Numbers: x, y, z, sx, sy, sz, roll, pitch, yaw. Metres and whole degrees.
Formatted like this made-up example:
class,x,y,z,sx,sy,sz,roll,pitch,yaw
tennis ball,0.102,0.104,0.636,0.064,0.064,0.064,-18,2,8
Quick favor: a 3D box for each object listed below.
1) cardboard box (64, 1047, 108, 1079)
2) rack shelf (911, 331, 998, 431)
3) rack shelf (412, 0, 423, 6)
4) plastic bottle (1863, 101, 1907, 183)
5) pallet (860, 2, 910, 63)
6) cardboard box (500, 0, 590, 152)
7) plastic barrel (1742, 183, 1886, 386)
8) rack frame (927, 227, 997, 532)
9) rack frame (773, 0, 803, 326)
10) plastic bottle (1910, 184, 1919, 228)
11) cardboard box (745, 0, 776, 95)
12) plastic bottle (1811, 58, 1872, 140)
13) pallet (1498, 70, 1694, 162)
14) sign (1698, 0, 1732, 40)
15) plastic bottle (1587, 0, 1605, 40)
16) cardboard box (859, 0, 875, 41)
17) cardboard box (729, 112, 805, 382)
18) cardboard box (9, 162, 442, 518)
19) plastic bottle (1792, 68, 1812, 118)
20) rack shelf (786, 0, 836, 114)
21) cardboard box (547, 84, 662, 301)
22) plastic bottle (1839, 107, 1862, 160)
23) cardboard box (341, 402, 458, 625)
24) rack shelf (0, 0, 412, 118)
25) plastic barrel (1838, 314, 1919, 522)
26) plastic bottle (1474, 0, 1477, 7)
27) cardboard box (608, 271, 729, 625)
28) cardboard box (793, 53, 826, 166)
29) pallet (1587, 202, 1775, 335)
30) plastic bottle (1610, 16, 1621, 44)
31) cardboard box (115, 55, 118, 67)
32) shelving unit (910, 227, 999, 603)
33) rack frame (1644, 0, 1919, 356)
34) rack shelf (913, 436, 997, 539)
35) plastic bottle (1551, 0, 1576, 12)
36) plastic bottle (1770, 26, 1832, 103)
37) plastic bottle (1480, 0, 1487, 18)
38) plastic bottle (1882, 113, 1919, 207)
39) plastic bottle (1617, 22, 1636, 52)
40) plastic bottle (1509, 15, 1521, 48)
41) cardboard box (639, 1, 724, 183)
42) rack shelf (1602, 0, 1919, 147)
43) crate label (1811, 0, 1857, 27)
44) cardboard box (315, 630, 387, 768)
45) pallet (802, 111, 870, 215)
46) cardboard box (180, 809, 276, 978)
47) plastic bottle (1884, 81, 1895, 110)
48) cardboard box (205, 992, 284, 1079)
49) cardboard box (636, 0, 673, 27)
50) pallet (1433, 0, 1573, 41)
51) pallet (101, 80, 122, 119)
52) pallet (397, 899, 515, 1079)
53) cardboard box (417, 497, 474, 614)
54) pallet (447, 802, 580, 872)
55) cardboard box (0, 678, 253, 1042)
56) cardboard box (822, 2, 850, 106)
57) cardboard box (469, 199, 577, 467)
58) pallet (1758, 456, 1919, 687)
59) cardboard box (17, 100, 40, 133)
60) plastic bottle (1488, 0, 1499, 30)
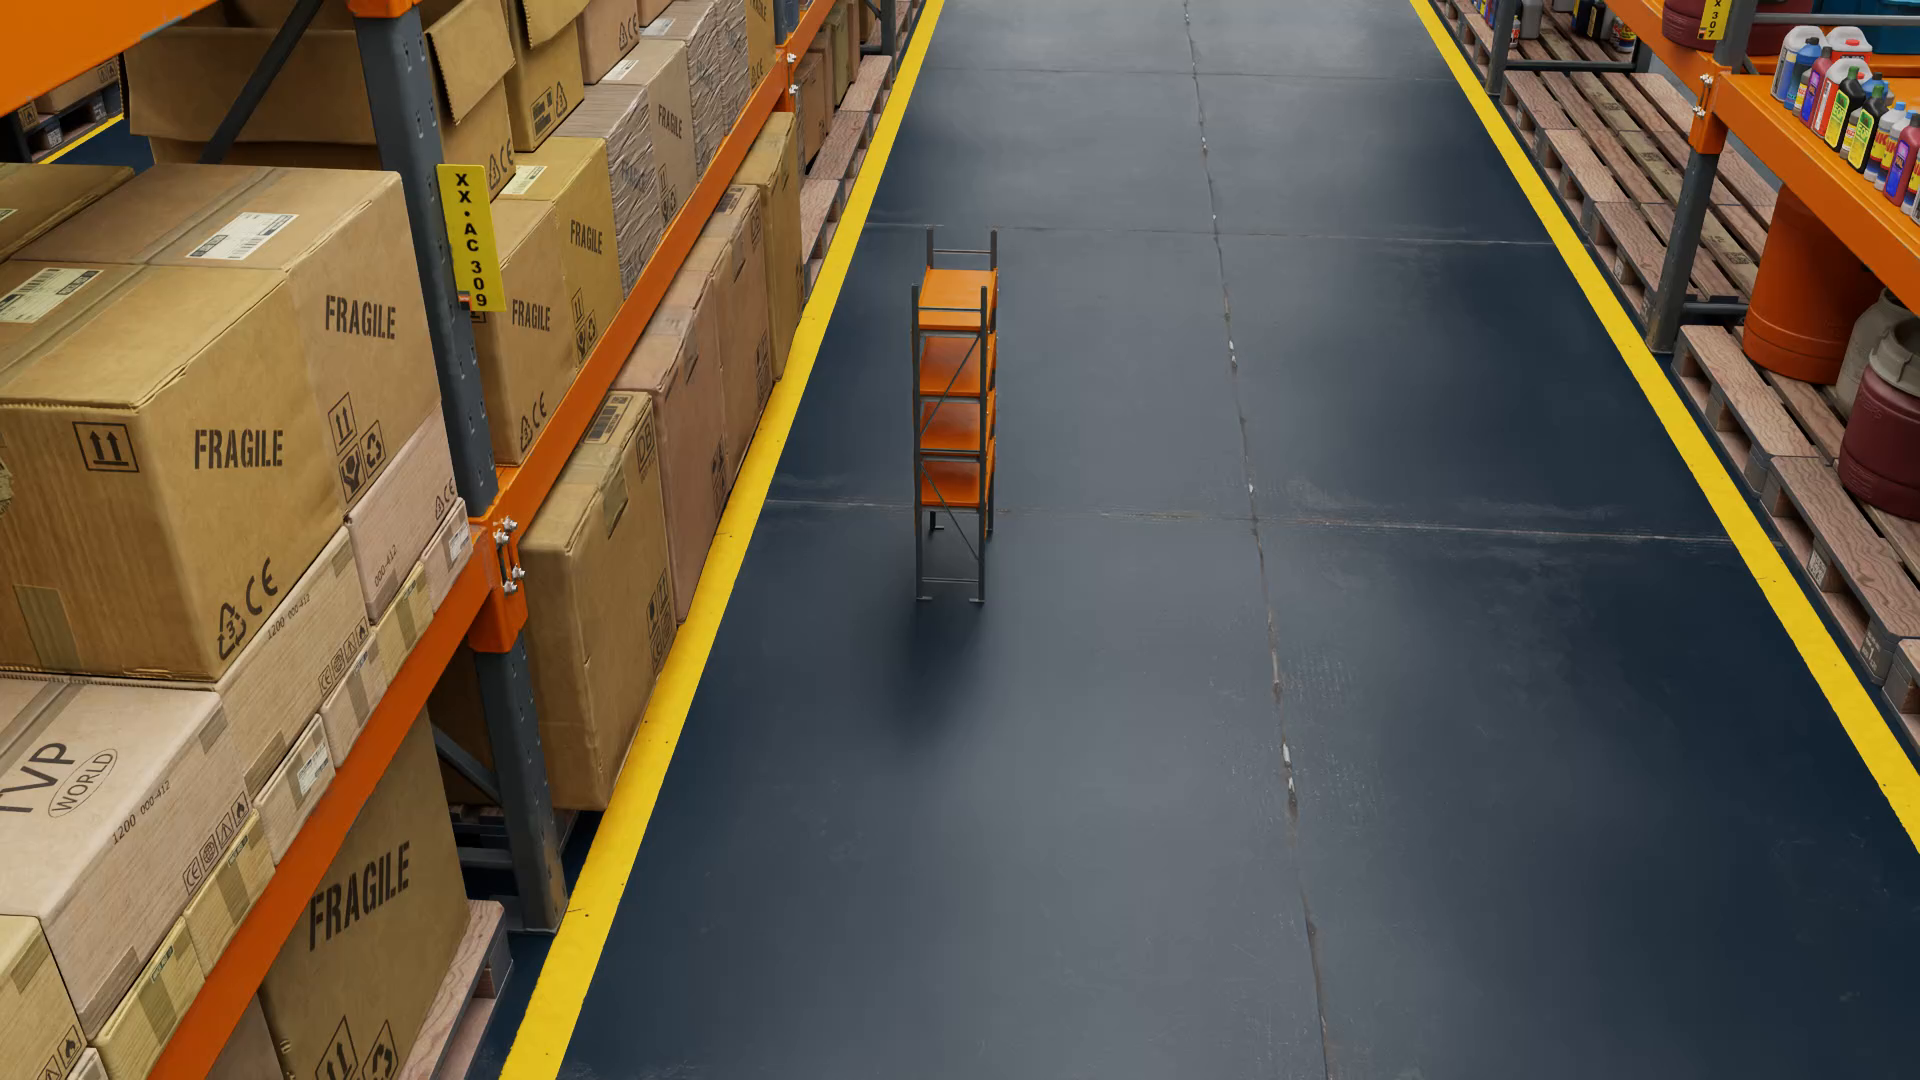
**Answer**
class,x,y,z,sx,sy,sz,roll,pitch,yaw
cardboard box,-1.411,0.829,2.286,0.380,0.149,0.250,3,32,5
rack shelf,-0.013,-0.557,5.713,0.258,0.148,0.480,2,32,4
rack shelf,-1.424,-2.273,4.906,1.077,0.370,4.000,2,32,4
plastic bottle,3.214,-1.378,5.749,0.097,0.271,0.097,0,32,0
pallet,-0.916,-3.606,11.899,1.003,0.211,1.213,2,32,4
cardboard box,-1.476,-1.419,4.642,0.797,0.503,0.637,3,32,5
plastic barrel,3.653,-1.135,6.901,0.600,0.830,0.708,2,32,4
rack frame,0.006,-0.552,6.002,0.240,1.200,0.015,2,32,4
rack frame,-1.261,-2.348,7.202,1.000,3.000,0.127,2,32,4
plastic bottle,3.205,-1.146,5.369,0.152,0.276,0.135,2,32,4
cardboard box,-1.054,-2.122,6.739,0.500,0.500,0.500,3,32,5
plastic bottle,3.280,-1.630,6.153,0.152,0.276,0.135,2,32,4
pallet,3.976,-2.629,10.315,1.003,0.211,1.213,2,32,4
sign,3.127,-2.226,6.848,0.100,0.325,0.005,2,32,4
plastic bottle,4.357,-3.582,11.373,0.061,0.283,0.133,2,32,4
cardboard box,-0.863,-3.762,11.478,0.500,0.500,0.500,2,32,2
cardboard box,-1.338,-1.263,7.065,1.225,0.875,0.875,1,32,2
cardboard box,-1.358,-0.387,3.164,0.500,0.500,0.500,3,32,5
plastic bottle,3.273,-1.729,6.387,0.097,0.201,0.097,0,32,0
rack shelf,-1.098,-3.088,9.087,1.077,0.370,4.000,2,32,4
cardboard box,-1.219,-1.054,5.006,0.500,0.500,0.500,2,32,3
plastic bottle,3.233,-1.469,5.963,0.097,0.201,0.097,0,32,0
cardboard box,-1.361,-0.077,3.376,0.500,0.250,0.500,2,32,3
rack shelf,-1.750,-0.182,1.512,1.077,0.370,4.000,2,32,4
plastic barrel,3.561,-0.442,6.006,0.600,0.588,0.708,2,32,4
plastic bottle,3.808,-3.990,12.114,0.097,0.201,0.097,0,32,0
cardboard box,-1.483,-0.334,5.558,1.225,0.875,0.875,1,32,2
cardboard box,-1.155,-2.410,9.265,0.700,0.500,0.500,5,32,8
pallet,3.777,-1.353,8.244,1.003,0.211,1.213,2,32,4
plastic bottle,4.480,-3.479,11.284,0.097,0.201,0.097,0,32,0
cardboard box,-5.832,-3.597,10.972,1.050,0.750,0.750,2,32,4
shelving unit,-0.013,-0.424,5.795,0.258,1.200,0.503,2,32,4
rack frame,3.675,-2.137,6.858,1.000,3.000,0.127,2,32,4
rack shelf,-0.013,-0.198,5.934,0.258,0.148,0.480,2,32,4
plastic bottle,4.381,-3.975,12.017,0.152,0.276,0.135,2,32,4
plastic bottle,3.318,-1.872,6.546,0.152,0.276,0.135,2,32,4
plastic bottle,3.808,-3.906,11.835,0.144,0.351,0.185,2,32,4
plastic bottle,3.178,-1.272,5.567,0.061,0.283,0.133,2,32,4
plastic bottle,4.464,-3.402,11.093,0.097,0.271,0.097,0,32,0
plastic bottle,3.720,-3.427,11.200,0.097,0.201,0.097,0,32,0
cardboard box,-1.140,-1.590,5.876,0.500,0.500,0.500,1,32,2
rack shelf,3.838,-2.876,8.744,1.077,0.370,4.000,2,32,4
crate label,4.026,-2.660,7.673,0.502,0.435,0.616,2,32,4
cardboard box,-1.327,0.292,3.156,0.380,0.149,0.250,2,32,3
pallet,-1.094,-2.206,9.628,1.003,0.211,1.213,2,32,4
cardboard box,-1.368,0.562,2.719,0.380,0.149,0.250,3,32,5
plastic bottle,3.406,-1.602,6.180,0.097,0.201,0.097,0,32,0
cardboard box,-1.794,1.281,2.937,0.875,0.875,0.875,2,32,4
cardboard box,-1.393,-2.096,5.740,0.797,0.503,0.637,3,32,5
pallet,4.194,-4.030,12.589,1.003,0.211,1.213,2,32,4
pallet,-5.858,-3.111,11.097,1.003,0.211,1.213,2,32,4
pallet,-1.727,1.325,3.899,1.003,0.211,1.213,2,32,4
cardboard box,-1.285,0.024,3.592,0.380,0.149,0.250,3,32,4
pallet,-1.599,0.524,5.199,1.003,0.211,1.213,2,32,4
cardboard box,-1.442,0.460,2.504,0.500,0.250,0.500,3,32,5
cardboard box,-1.065,-2.994,10.213,0.700,0.500,0.500,2,32,4
cardboard box,-1.300,-0.529,4.154,0.500,0.500,0.500,3,32,4
pallet,3.551,0.101,5.886,1.003,0.211,1.213,2,32,4
cardboard box,-5.989,-2.606,9.364,1.050,0.750,0.750,3,32,5
plastic bottle,3.782,-3.737,11.561,0.144,0.351,0.185,1,32,2
